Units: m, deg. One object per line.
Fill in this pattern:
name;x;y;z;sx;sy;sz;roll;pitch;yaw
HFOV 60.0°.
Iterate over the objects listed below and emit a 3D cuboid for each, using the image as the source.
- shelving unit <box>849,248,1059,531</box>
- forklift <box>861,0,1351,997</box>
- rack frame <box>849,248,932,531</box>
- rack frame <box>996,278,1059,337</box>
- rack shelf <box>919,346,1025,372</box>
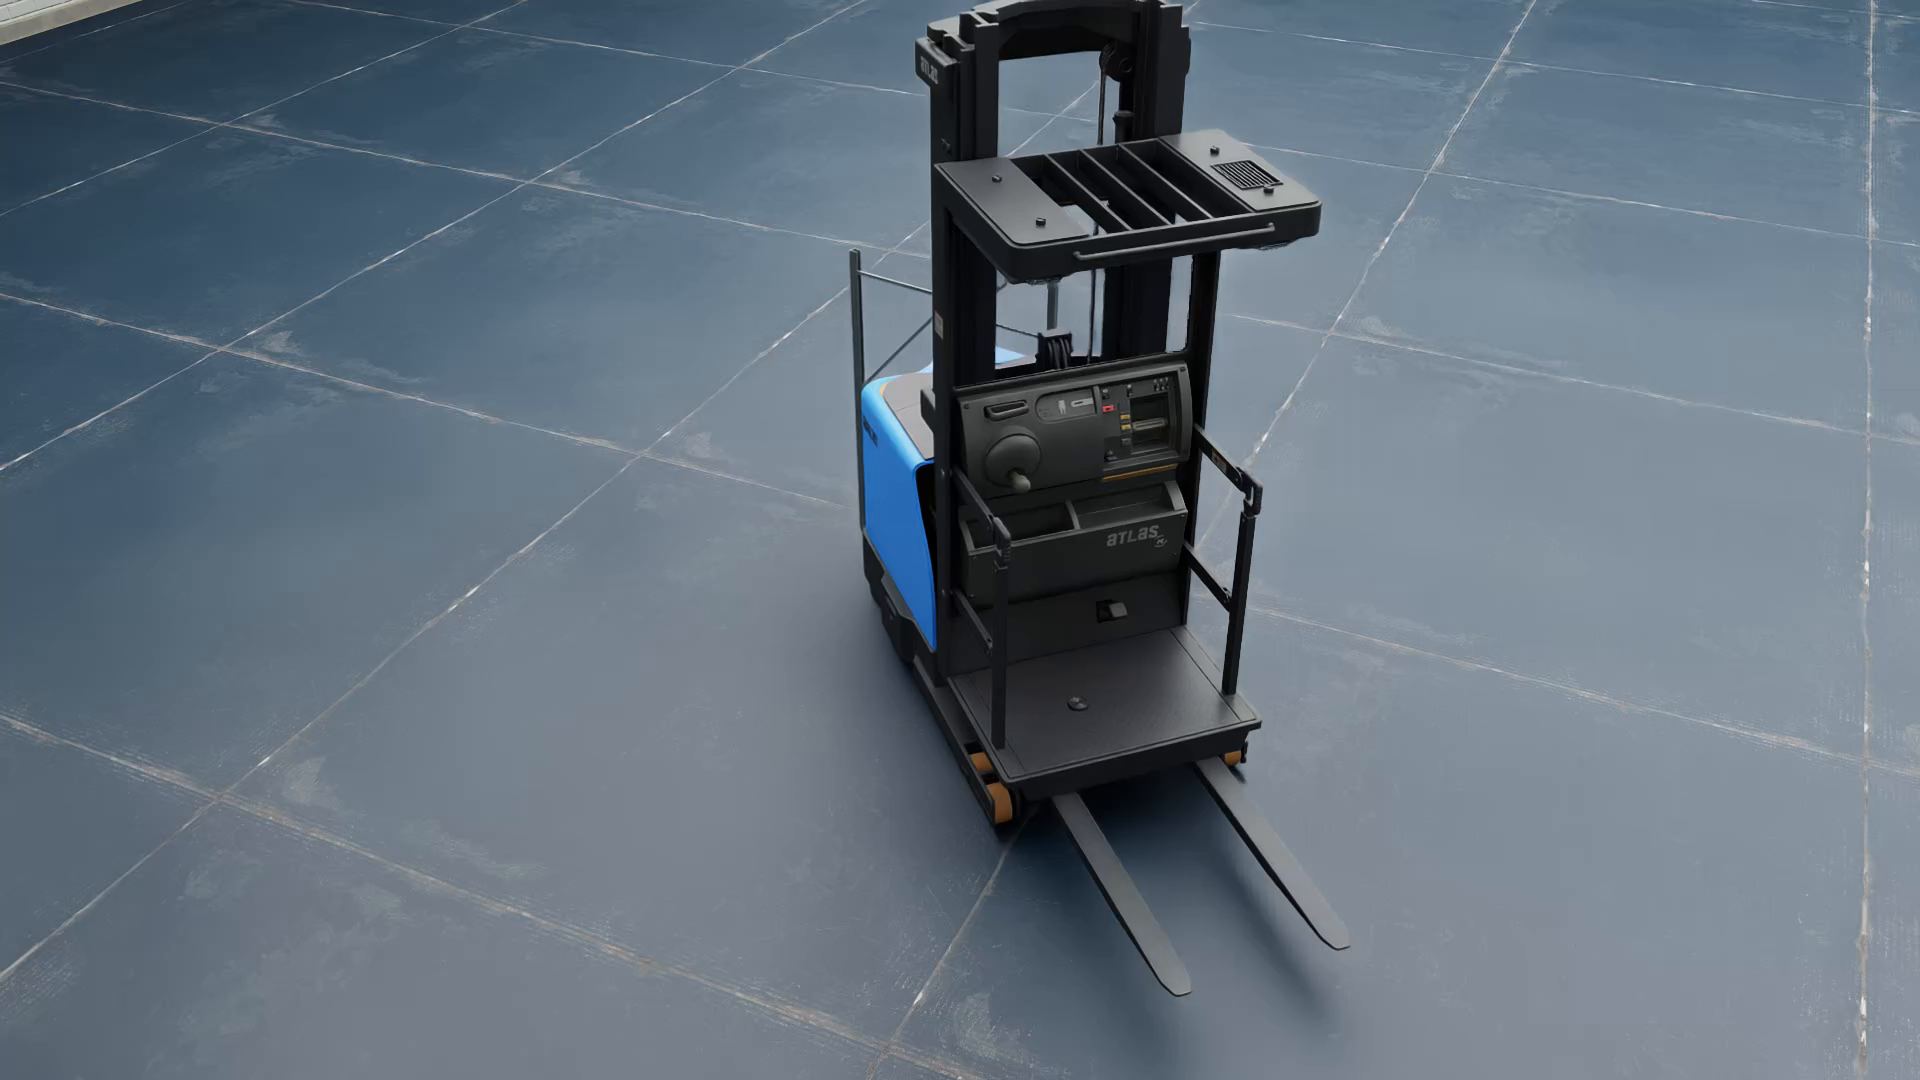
shelving unit;-0.006;-0.845;8.172;0.538;1.500;1.048;20;38;27
forklift;0.522;-0.364;6.132;1.130;2.935;3.031;-11;35;-16
rack frame;-0.284;-0.612;7.816;0.500;1.500;0.032;20;38;27
rack frame;0.272;-1.079;8.528;0.500;1.500;0.032;20;38;27
rack shelf;-0.006;-0.695;8.270;0.538;0.185;1.000;20;38;27
